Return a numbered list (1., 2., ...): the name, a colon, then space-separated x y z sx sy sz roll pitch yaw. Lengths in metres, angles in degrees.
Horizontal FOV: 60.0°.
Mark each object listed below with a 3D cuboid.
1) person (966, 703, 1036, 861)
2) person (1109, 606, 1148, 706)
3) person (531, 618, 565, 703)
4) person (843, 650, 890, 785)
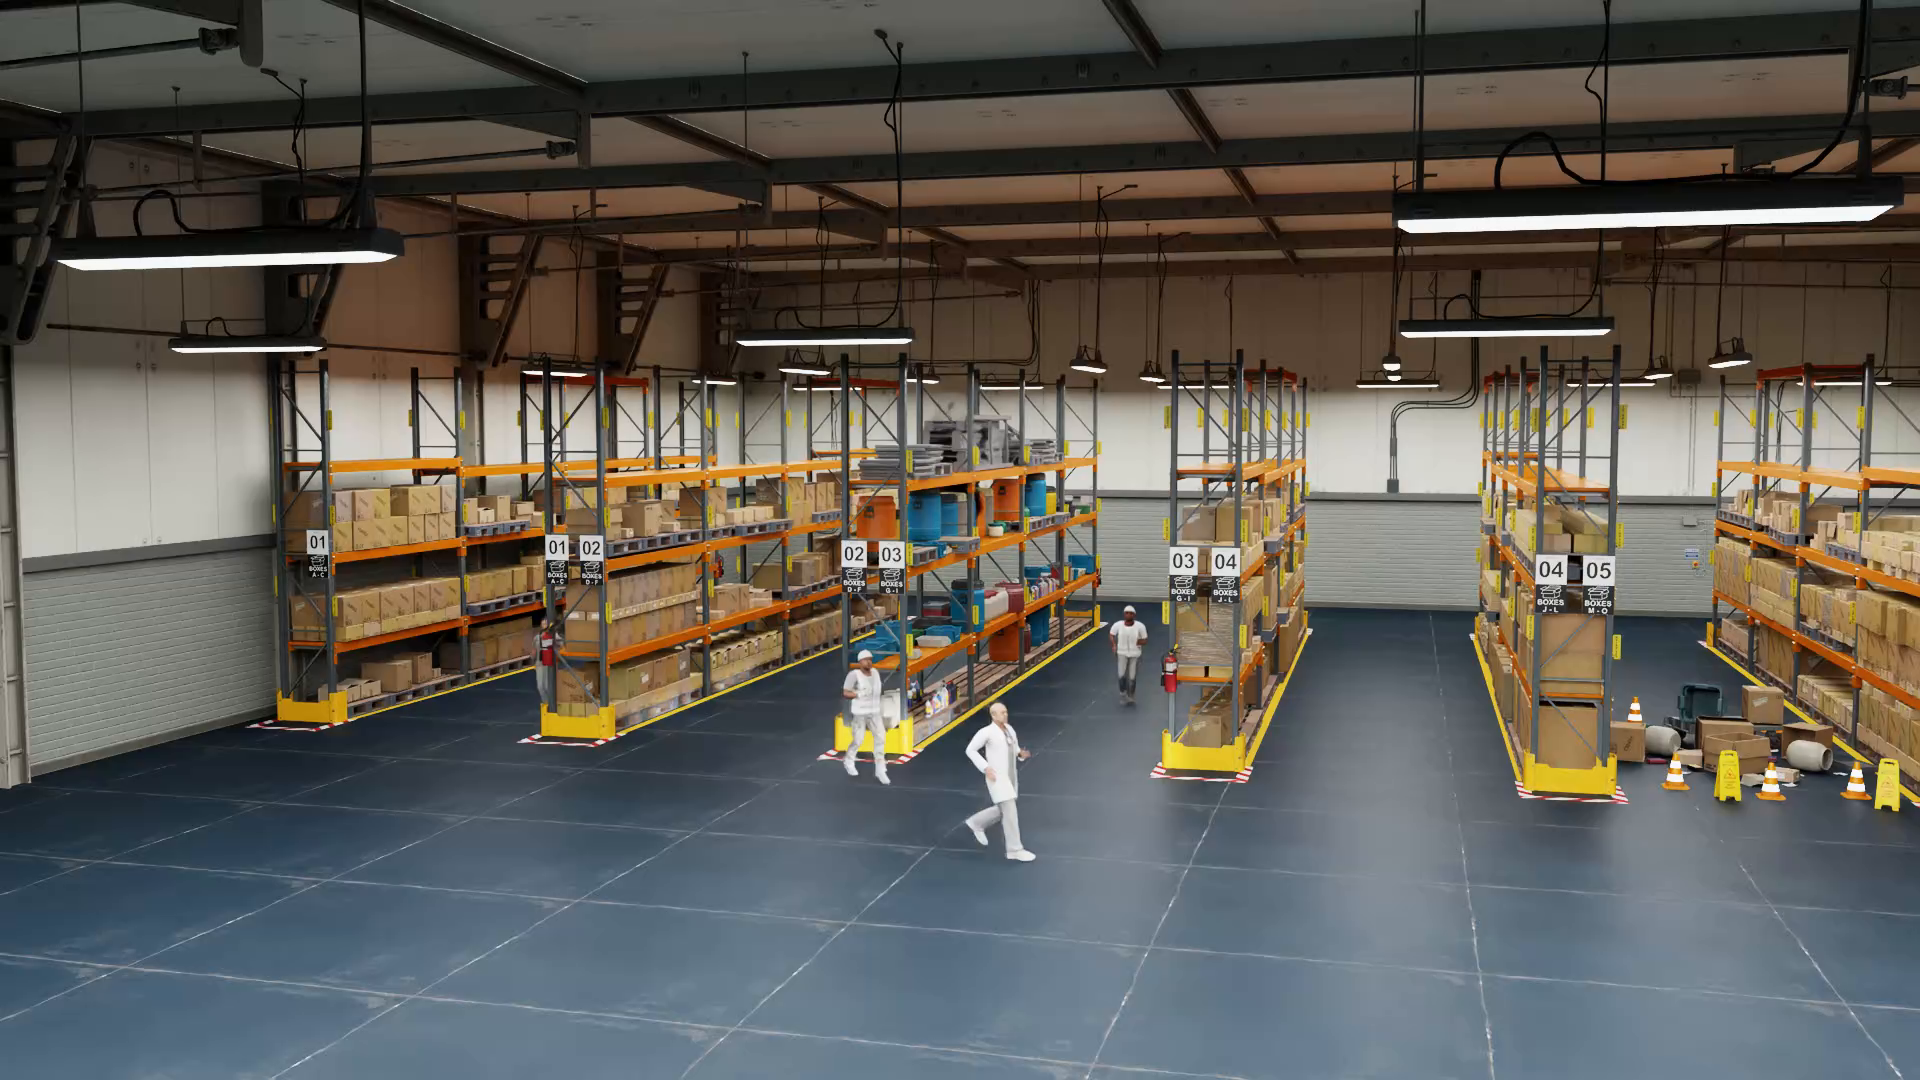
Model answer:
1. person: 0.451 2.738 19.032 1.027 1.754 0.714 3 5 36
2. person: 2.943 1.981 29.122 0.679 1.661 0.652 0 4 7
3. person: -7.078 2.141 28.387 0.557 1.625 0.564 1 4 9
4. person: -1.323 2.440 23.076 0.678 1.833 0.811 -3 5 -33
